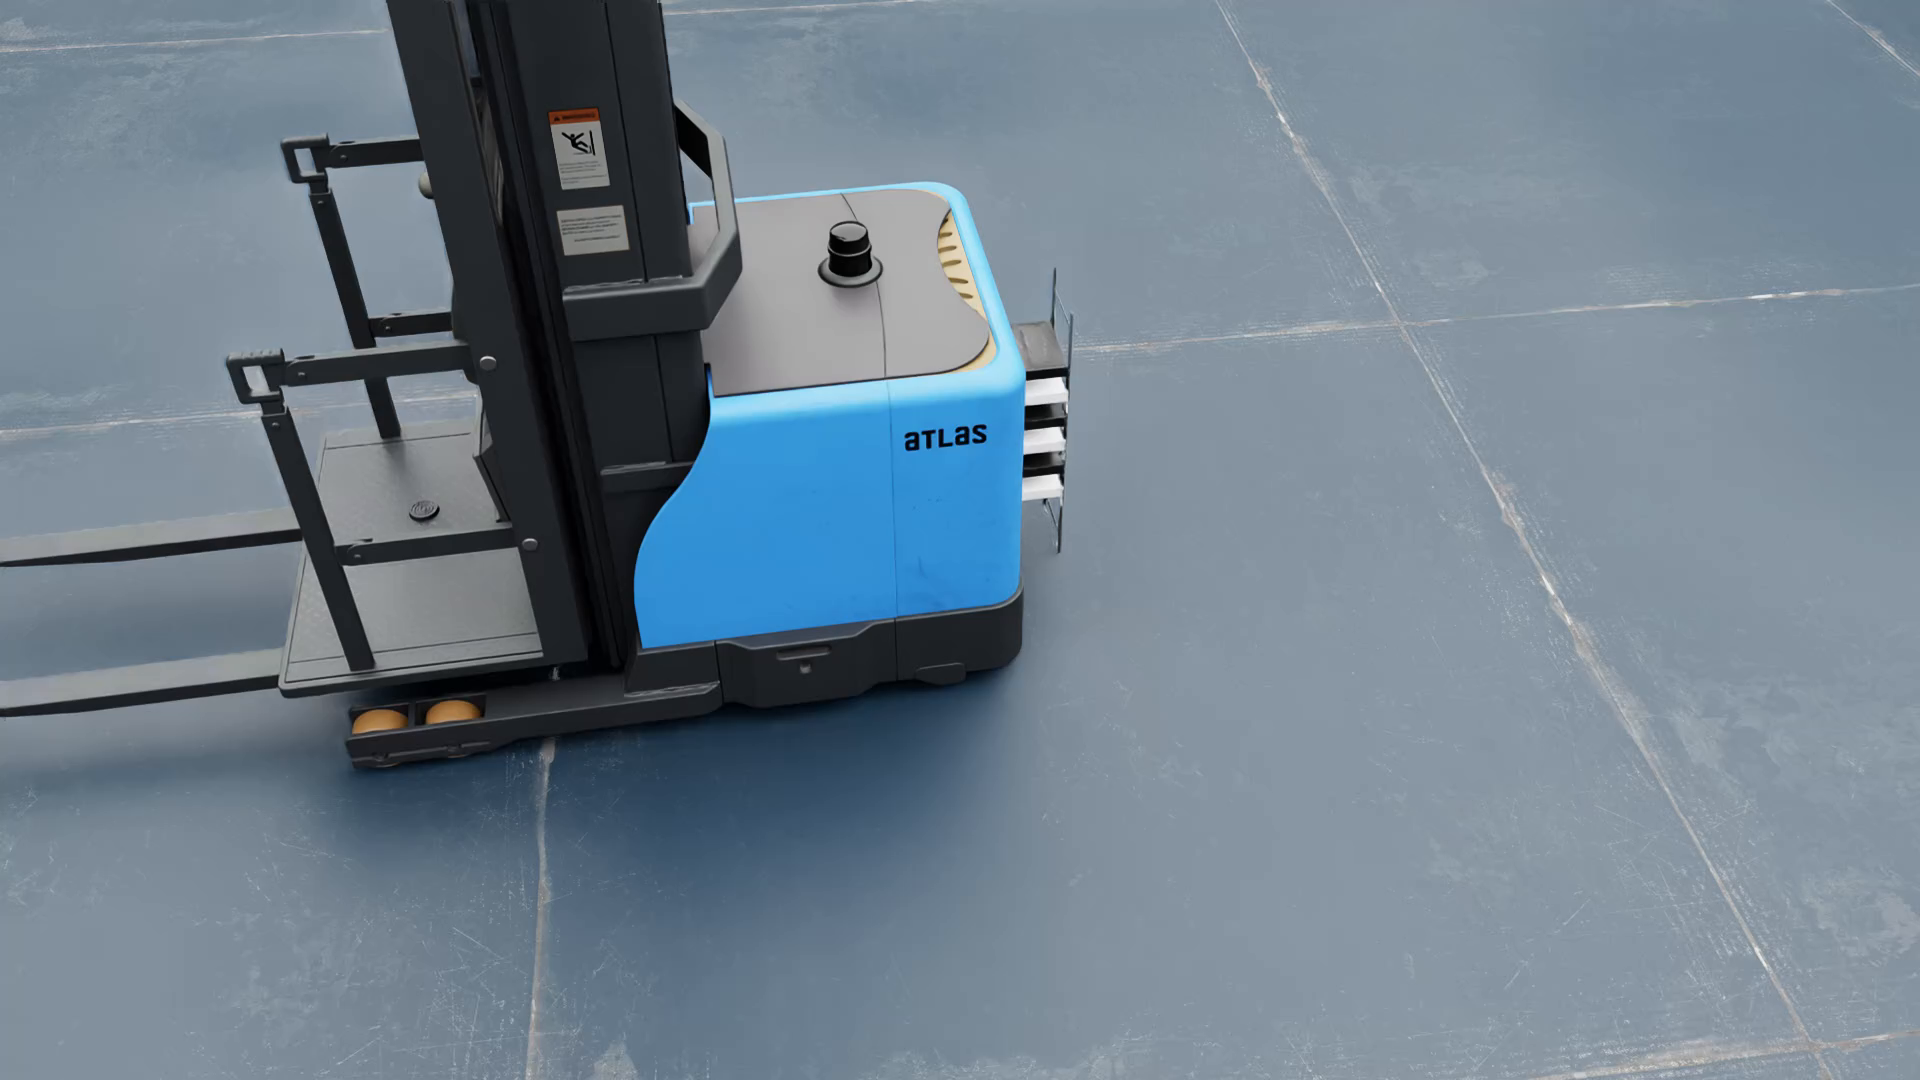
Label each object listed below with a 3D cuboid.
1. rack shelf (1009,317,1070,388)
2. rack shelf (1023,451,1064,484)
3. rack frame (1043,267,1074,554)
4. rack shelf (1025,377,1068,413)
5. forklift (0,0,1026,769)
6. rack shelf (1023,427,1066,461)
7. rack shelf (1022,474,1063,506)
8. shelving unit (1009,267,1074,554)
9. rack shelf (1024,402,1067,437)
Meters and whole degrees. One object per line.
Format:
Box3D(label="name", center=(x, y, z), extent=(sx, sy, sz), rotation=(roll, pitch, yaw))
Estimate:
Box3D(label="rack shelf", center=(0.191, -0.535, 4.818), extent=(0.200, 0.077, 0.258), rotation=(-7, 42, -7))
Box3D(label="rack shelf", center=(0.191, -0.267, 5.059), extent=(0.200, 0.077, 0.258), rotation=(-7, 42, -7))
Box3D(label="rack frame", center=(0.291, -0.371, 4.989), extent=(0.006, 0.900, 0.240), rotation=(-7, 42, -7))
Box3D(label="rack shelf", center=(0.191, -0.468, 4.878), extent=(0.200, 0.077, 0.258), rotation=(-7, 42, -7))
Box3D(label="forklift", center=(-1.387, -0.849, 4.003), extent=(3.031, 2.935, 1.130), rotation=(-7, 42, -7))
Box3D(label="rack shelf", center=(0.191, -0.334, 4.998), extent=(0.200, 0.077, 0.258), rotation=(-7, 42, -7))
Box3D(label="rack shelf", center=(0.191, -0.201, 5.119), extent=(0.200, 0.077, 0.258), rotation=(-7, 42, -7))
Box3D(label="shelving unit", center=(0.191, -0.359, 4.976), extent=(0.210, 0.900, 0.258), rotation=(-7, 42, -7))
Box3D(label="rack shelf", center=(0.191, -0.401, 4.938), extent=(0.200, 0.077, 0.258), rotation=(-7, 42, -7))
